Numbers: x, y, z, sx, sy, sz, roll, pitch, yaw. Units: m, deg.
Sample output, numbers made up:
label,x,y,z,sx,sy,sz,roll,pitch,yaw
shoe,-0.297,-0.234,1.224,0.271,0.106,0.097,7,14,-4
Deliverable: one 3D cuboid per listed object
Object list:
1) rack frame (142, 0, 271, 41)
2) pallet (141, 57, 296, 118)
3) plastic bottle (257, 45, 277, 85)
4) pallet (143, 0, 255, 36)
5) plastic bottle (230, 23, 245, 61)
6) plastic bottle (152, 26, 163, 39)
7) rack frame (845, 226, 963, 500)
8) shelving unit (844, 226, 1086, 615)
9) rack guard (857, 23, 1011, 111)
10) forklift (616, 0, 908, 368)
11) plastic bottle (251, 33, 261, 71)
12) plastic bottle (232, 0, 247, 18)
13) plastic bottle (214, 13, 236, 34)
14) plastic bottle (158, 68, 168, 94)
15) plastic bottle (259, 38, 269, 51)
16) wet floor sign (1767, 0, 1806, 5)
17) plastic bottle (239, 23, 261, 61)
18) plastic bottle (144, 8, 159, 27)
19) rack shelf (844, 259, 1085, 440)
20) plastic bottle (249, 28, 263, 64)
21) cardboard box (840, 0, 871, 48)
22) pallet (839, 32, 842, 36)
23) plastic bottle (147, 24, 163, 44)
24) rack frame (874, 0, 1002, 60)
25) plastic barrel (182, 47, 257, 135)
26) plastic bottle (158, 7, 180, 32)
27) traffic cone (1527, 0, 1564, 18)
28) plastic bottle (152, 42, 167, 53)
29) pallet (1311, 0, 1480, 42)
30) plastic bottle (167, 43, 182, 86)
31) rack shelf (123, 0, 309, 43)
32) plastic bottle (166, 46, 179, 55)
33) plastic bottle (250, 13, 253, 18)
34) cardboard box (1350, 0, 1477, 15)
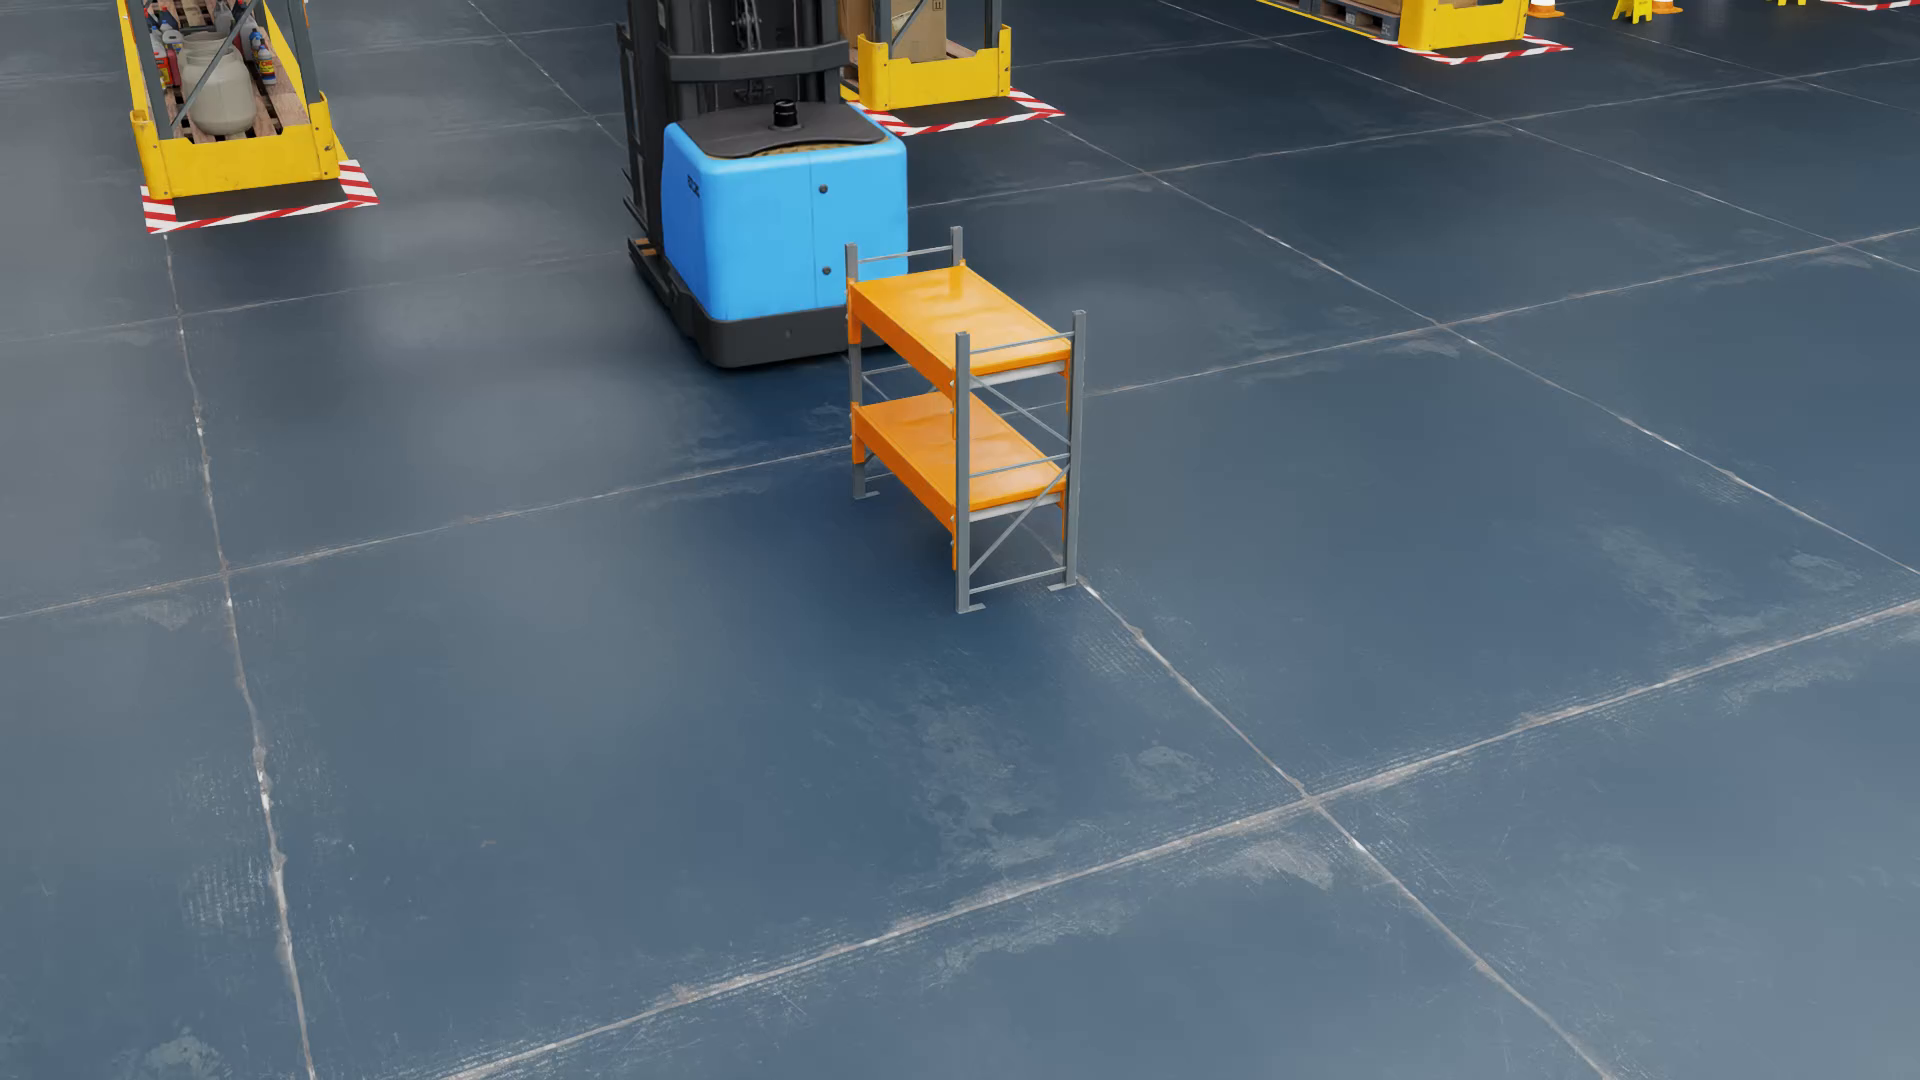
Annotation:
label,x,y,z,sx,sy,sz,roll,pitch,yaw
rack frame,-6.348,-5.412,13.335,1.000,3.000,0.127,-13,32,-22
pallet,-5.570,-3.351,12.510,1.003,0.211,1.213,-13,32,-22
plastic bottle,-5.128,-3.513,12.288,0.097,0.271,0.097,0,29,0
pallet,-6.720,-4.535,14.621,1.003,0.211,1.213,-13,32,-22
plastic bottle,-5.620,-3.873,12.917,0.061,0.283,0.133,-13,32,-22
plastic bottle,-6.198,-3.830,12.853,0.097,0.271,0.097,0,29,0
rack frame,-0.221,-0.718,6.881,0.500,1.125,0.032,-13,32,-22
shelving unit,-0.003,-0.494,6.480,0.538,1.125,1.048,-13,32,-22
rack guard,-0.190,-3.628,12.710,1.175,0.500,0.348,-13,32,-22
forklift,-1.257,-2.822,8.786,1.130,2.935,3.031,-11,31,-19
plastic bottle,-5.318,-3.709,12.637,0.097,0.271,0.097,0,29,0
plastic bottle,-5.811,-4.225,13.476,0.144,0.351,0.185,-14,32,-23
plastic bottle,-5.852,-4.065,13.267,0.152,0.276,0.135,-13,32,-22
plastic bottle,-5.815,-3.336,12.043,0.097,0.201,0.097,0,29,0
plastic bottle,-5.208,-3.622,12.471,0.061,0.283,0.133,-13,32,-21
wet floor sign,7.908,-5.430,15.775,0.267,0.644,0.232,-3,29,-5
plastic bottle,-5.524,-3.892,12.959,0.152,0.276,0.135,-12,32,-21
plastic bottle,-6.376,-4.005,13.084,0.144,0.351,0.185,-12,32,-21
rack shelf,-0.003,-0.749,6.337,0.538,0.278,1.000,-13,32,-22
plastic bottle,-5.405,-3.798,12.797,0.097,0.271,0.097,0,29,0
cardboard box,-0.698,-4.314,13.503,0.500,0.500,0.500,-5,30,-9
pallet,-1.027,-4.407,14.393,1.003,0.211,1.213,-13,32,-22
plastic bottle,-6.113,-3.734,12.600,0.144,0.351,0.185,-13,32,-22
rack frame,-0.157,-4.685,12.038,1.000,3.000,0.127,-13,32,-22
plastic barrel,-4.982,-3.018,11.179,0.421,0.512,0.421,0,29,0
plastic bottle,-6.246,-4.035,13.138,0.144,0.351,0.185,-13,32,-22
traffic cone,5.420,-5.108,15.386,0.336,0.463,0.334,-13,32,-22
plastic bottle,-5.958,-3.547,12.343,0.152,0.276,0.135,-14,32,-23
pallet,3.952,-4.802,15.099,1.003,0.211,1.213,-13,32,-22
plastic bottle,-5.803,-3.511,12.272,0.061,0.283,0.133,-13,32,-22
rack shelf,-5.489,-4.215,11.935,1.077,0.370,4.000,-13,32,-22
plastic bottle,-5.943,-3.631,12.570,0.097,0.201,0.097,0,29,0
plastic bottle,-5.621,-4.047,13.228,0.061,0.283,0.133,-11,31,-19
cardboard box,4.015,-5.224,14.742,0.875,0.875,0.875,-13,32,-22
